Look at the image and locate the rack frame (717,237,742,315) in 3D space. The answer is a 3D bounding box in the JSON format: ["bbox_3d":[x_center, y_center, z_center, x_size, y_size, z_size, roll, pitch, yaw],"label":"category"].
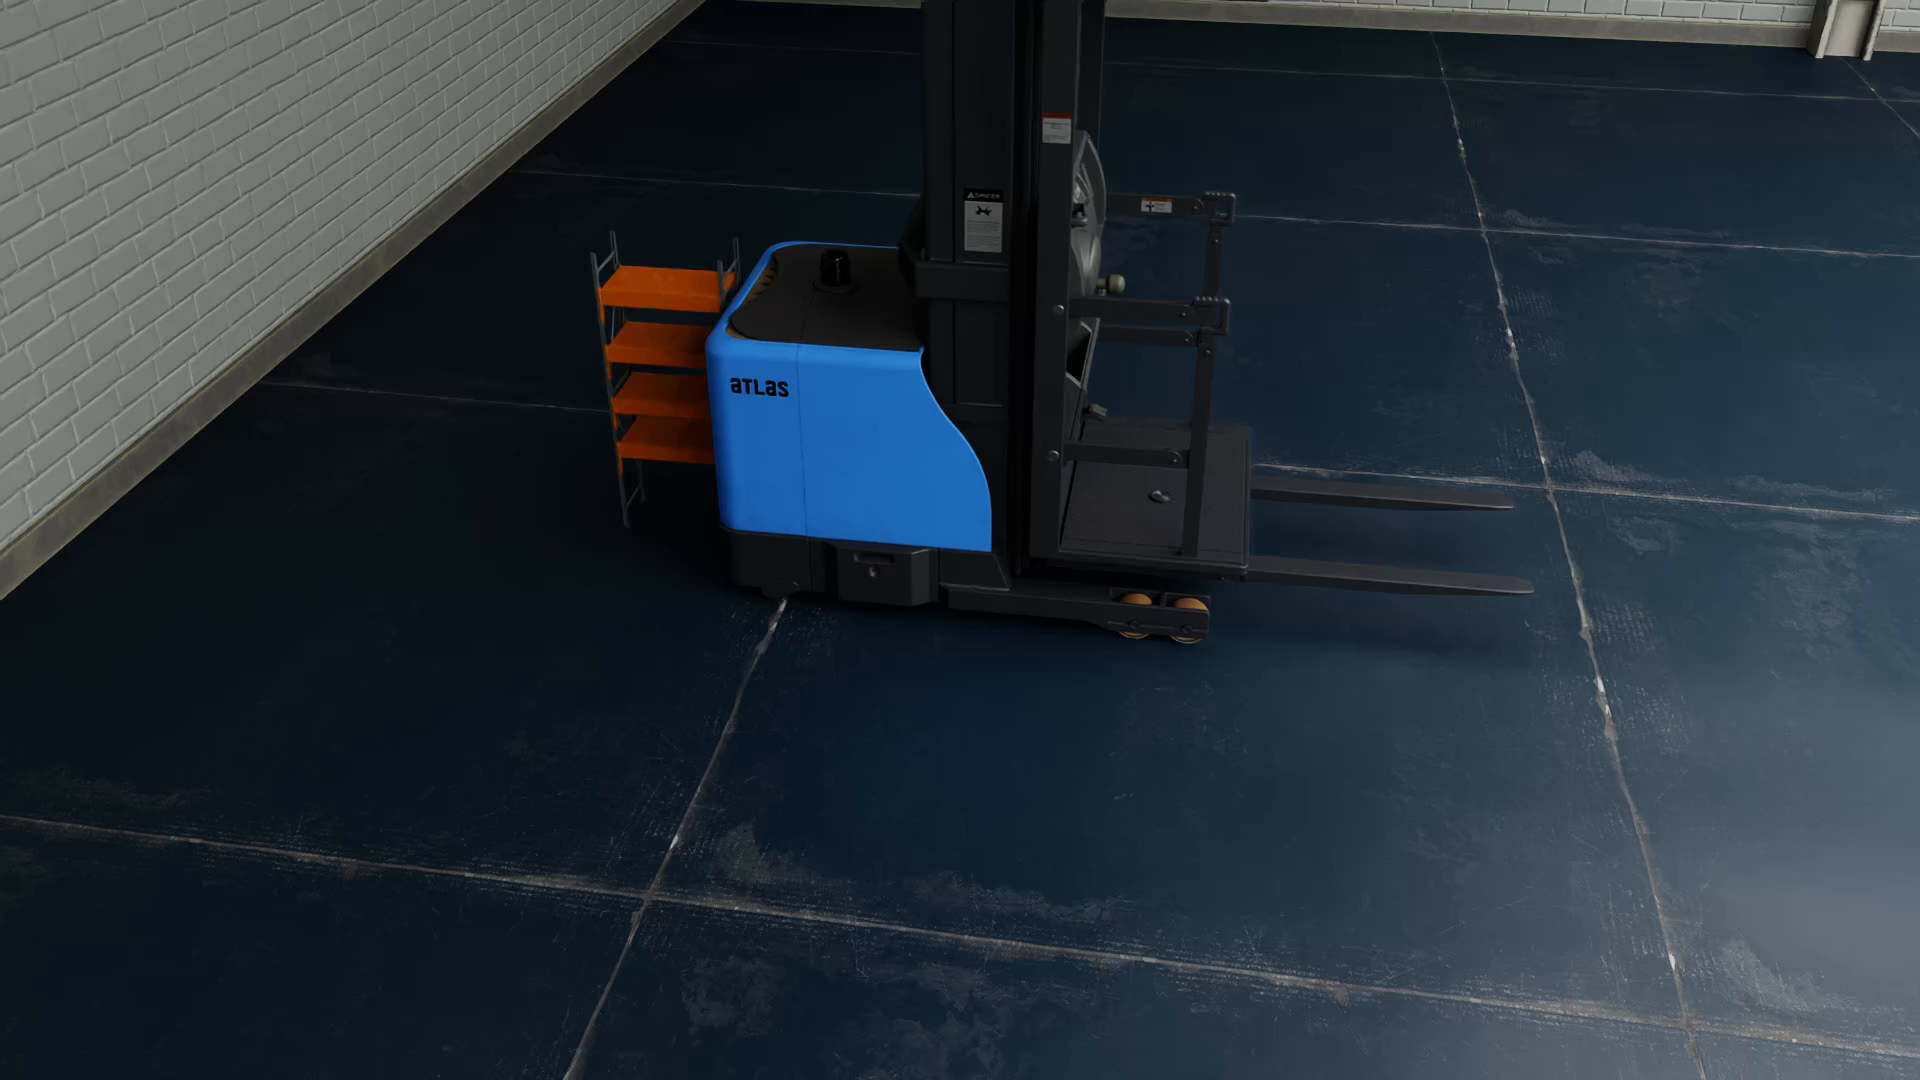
[{"bbox_3d":[-0.871,-0.580,6.545,0.015,1.200,0.240,5,32,8],"label":"rack frame"}]

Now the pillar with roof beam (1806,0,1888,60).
[{"bbox_3d":[5.964,-5.274,6.694,0.400,9.000,9.100,5,32,8],"label":"pillar with roof beam"}]

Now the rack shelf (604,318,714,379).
[{"bbox_3d":[-1.112,-0.732,6.494,0.480,0.148,0.258,5,32,8],"label":"rack shelf"}]

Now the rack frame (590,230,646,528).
[{"bbox_3d":[-1.353,-0.620,6.610,0.015,1.200,0.240,5,32,8],"label":"rack frame"}]

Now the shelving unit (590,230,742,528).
[{"bbox_3d":[-1.112,-0.600,6.577,0.503,1.200,0.258,5,32,8],"label":"shelving unit"}]

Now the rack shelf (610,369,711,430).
[{"bbox_3d":[-1.112,-0.543,6.613,0.480,0.148,0.258,5,32,8],"label":"rack shelf"}]

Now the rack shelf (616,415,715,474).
[{"bbox_3d":[-1.112,-0.374,6.718,0.480,0.148,0.258,5,32,8],"label":"rack shelf"}]

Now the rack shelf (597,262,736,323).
[{"bbox_3d":[-1.112,-0.933,6.369,0.480,0.148,0.258,5,32,8],"label":"rack shelf"}]

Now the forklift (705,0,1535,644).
[{"bbox_3d":[0.640,-1.164,5.848,3.031,2.935,1.130,5,32,8],"label":"forklift"}]
